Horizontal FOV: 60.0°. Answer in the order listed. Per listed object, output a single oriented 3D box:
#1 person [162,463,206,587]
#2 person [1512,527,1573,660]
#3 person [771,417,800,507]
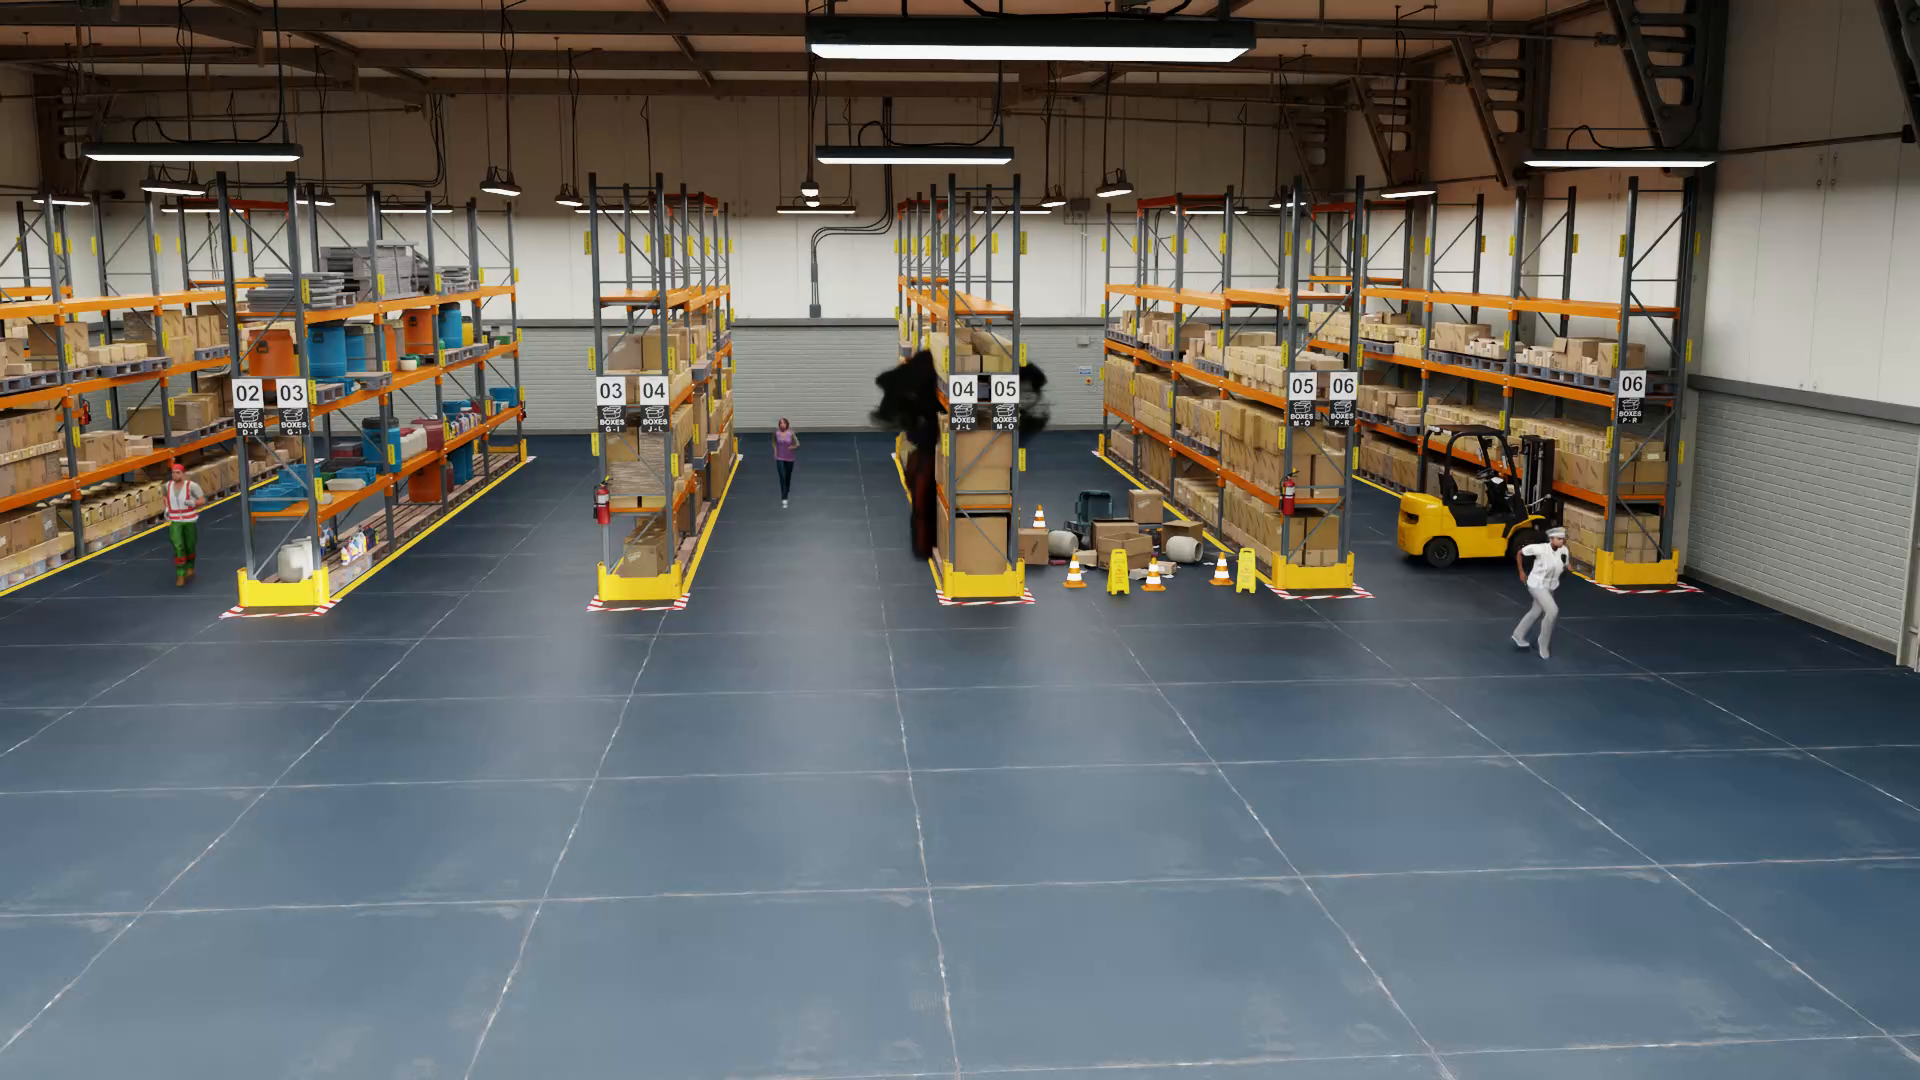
[{"bbox_3d":[-11.646,-0.244,24.997,0.620,1.851,0.799,-3,11,-18],"label":"person"},{"bbox_3d":[7.173,0.613,20.510,0.568,1.660,0.886,-5,11,-26],"label":"person"},{"bbox_3d":[-3.215,-1.447,30.709,0.525,1.597,0.774,-1,10,-6],"label":"person"}]
